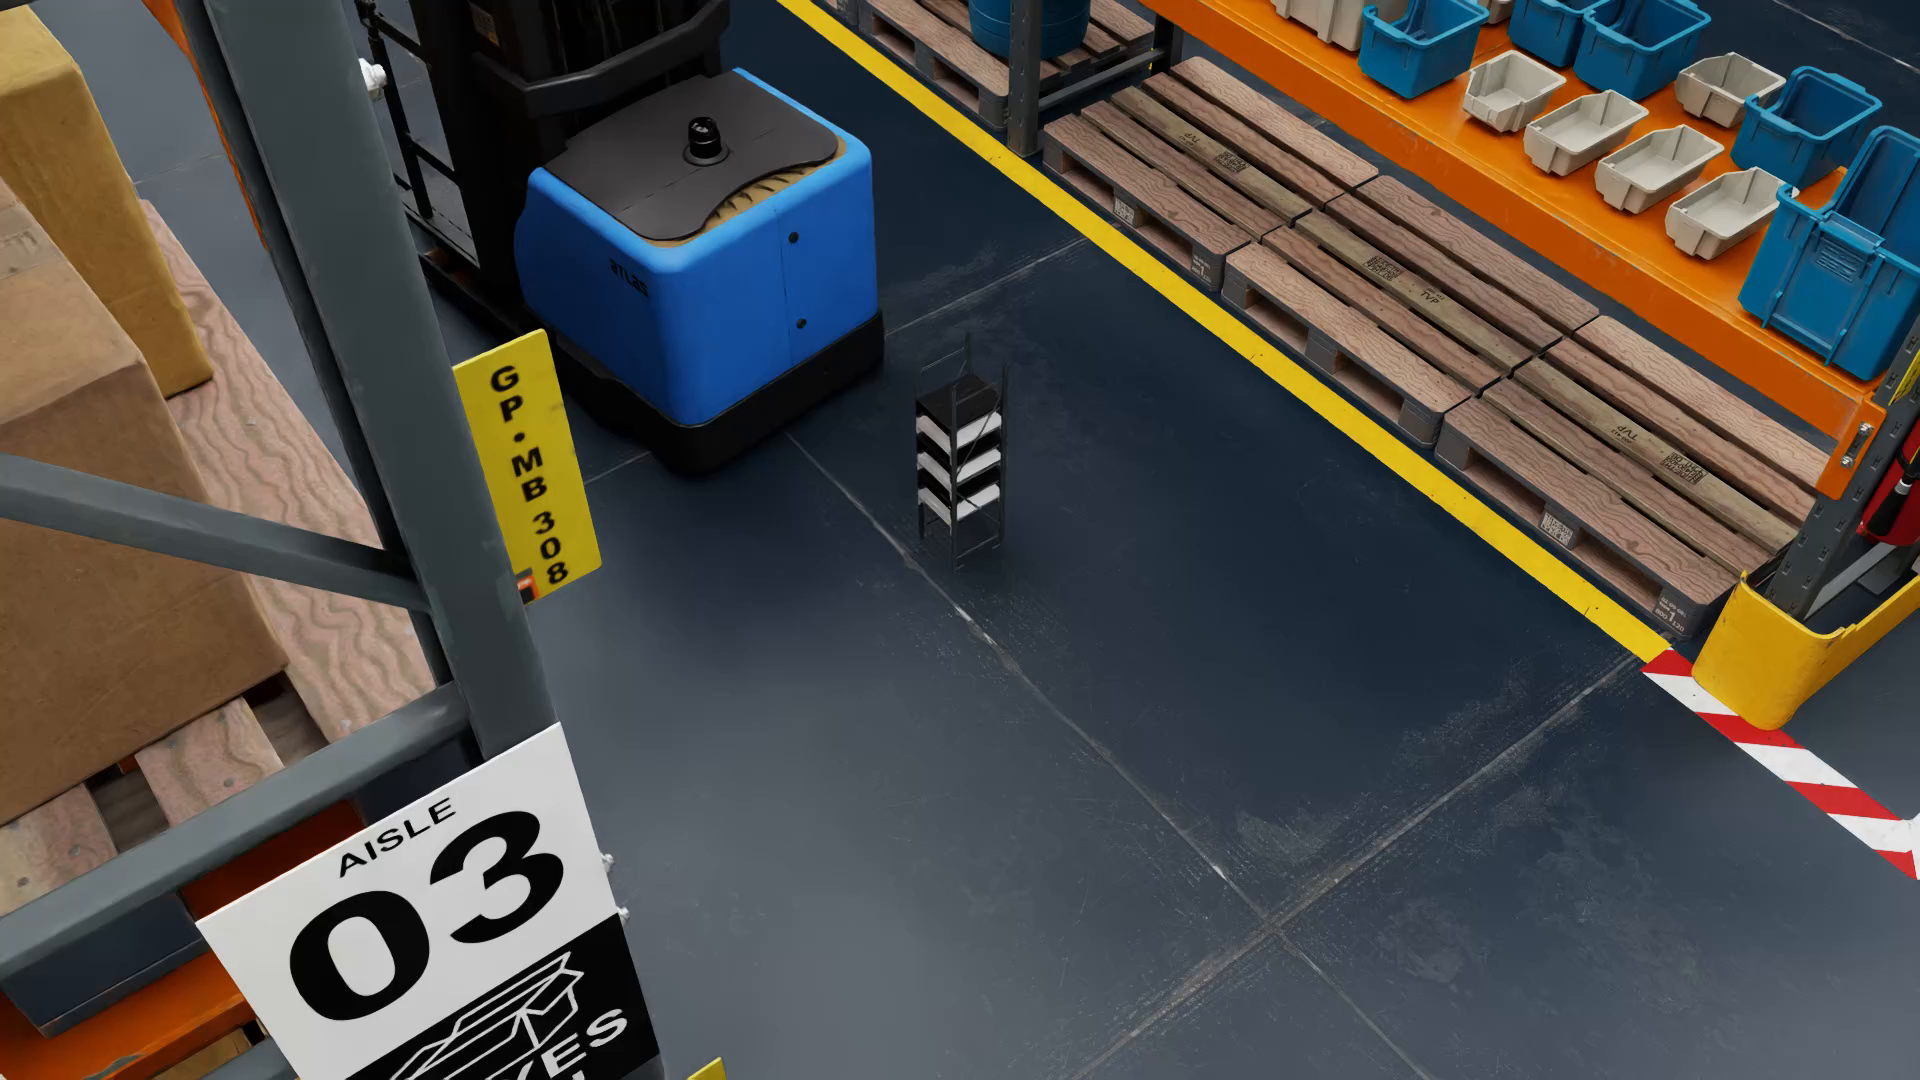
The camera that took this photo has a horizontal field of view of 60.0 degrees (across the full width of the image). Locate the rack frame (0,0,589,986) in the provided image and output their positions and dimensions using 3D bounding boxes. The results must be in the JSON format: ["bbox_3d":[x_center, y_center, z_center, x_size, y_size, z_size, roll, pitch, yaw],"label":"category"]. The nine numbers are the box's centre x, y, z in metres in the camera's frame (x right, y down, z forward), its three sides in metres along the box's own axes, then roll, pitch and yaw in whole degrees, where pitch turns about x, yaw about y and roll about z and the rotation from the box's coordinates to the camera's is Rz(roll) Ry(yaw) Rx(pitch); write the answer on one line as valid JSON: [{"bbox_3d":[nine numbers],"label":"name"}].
[{"bbox_3d":[-0.863,-0.503,0.632,1.000,3.000,0.127,-29,54,-24],"label":"rack frame"}]

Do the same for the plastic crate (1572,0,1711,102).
[{"bbox_3d":[2.394,-1.743,5.878,0.416,0.233,0.300,-29,54,-24],"label":"plastic crate"}]

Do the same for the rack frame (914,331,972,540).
[{"bbox_3d":[-0.057,-0.357,5.967,0.240,0.900,0.006,-29,54,-24],"label":"rack frame"}]

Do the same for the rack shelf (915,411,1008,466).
[{"bbox_3d":[0.005,-0.396,5.804,0.258,0.077,0.200,-29,54,-24],"label":"rack shelf"}]

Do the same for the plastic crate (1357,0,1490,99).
[{"bbox_3d":[1.631,-1.770,5.902,0.416,0.233,0.300,-29,54,-24],"label":"plastic crate"}]

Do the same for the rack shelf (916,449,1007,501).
[{"bbox_3d":[0.005,-0.275,5.937,0.258,0.077,0.200,-29,54,-24],"label":"rack shelf"}]

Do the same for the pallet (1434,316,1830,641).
[{"bbox_3d":[2.611,-0.277,6.359,1.003,0.211,1.213,-29,54,-24],"label":"pallet"}]

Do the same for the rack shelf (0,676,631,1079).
[{"bbox_3d":[-2.074,-0.433,3.079,1.077,0.370,4.000,-29,54,-24],"label":"rack shelf"}]

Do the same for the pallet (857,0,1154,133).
[{"bbox_3d":[0.223,-2.605,8.470,1.003,0.211,1.213,-29,54,-24],"label":"pallet"}]

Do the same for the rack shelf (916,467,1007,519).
[{"bbox_3d":[0.005,-0.215,6.004,0.258,0.077,0.200,-29,54,-24],"label":"rack shelf"}]

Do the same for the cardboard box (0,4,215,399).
[{"bbox_3d":[-1.465,-0.372,2.120,0.700,0.500,0.500,-31,55,-25],"label":"cardboard box"}]

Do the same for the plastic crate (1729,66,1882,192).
[{"bbox_3d":[2.793,-1.355,5.526,0.416,0.233,0.300,-29,54,-24],"label":"plastic crate"}]

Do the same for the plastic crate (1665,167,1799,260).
[{"bbox_3d":[2.441,-1.041,5.307,0.396,0.136,0.243,-29,54,-24],"label":"plastic crate"}]

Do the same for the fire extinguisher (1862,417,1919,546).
[{"bbox_3d":[2.809,-0.266,4.770,0.296,0.674,0.183,-29,54,-24],"label":"fire extinguisher"}]

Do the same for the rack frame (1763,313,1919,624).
[{"bbox_3d":[3.079,-0.710,4.869,1.000,3.000,0.127,-29,54,-24],"label":"rack frame"}]

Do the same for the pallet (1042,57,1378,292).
[{"bbox_3d":[1.133,-1.716,7.663,1.003,0.211,1.213,-29,54,-24],"label":"pallet"}]

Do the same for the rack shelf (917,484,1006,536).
[{"bbox_3d":[0.005,-0.154,6.070,0.258,0.077,0.200,-29,54,-24],"label":"rack shelf"}]

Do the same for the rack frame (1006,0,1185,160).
[{"bbox_3d":[0.657,-3.068,7.007,1.000,3.000,0.127,-29,54,-24],"label":"rack frame"}]

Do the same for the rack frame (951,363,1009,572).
[{"bbox_3d":[0.066,-0.237,5.858,0.240,0.900,0.006,-29,54,-24],"label":"rack frame"}]

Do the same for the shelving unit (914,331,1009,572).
[{"bbox_3d":[0.005,-0.297,5.912,0.258,0.900,0.210,-29,54,-24],"label":"shelving unit"}]

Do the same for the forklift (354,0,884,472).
[{"bbox_3d":[-1.708,-2.231,6.294,1.130,2.935,3.031,-36,57,-28],"label":"forklift"}]

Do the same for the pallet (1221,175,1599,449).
[{"bbox_3d":[1.876,-0.996,7.010,1.003,0.211,1.213,-29,54,-24],"label":"pallet"}]

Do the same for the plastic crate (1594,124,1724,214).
[{"bbox_3d":[2.277,-1.218,5.467,0.396,0.136,0.243,-29,54,-24],"label":"plastic crate"}]

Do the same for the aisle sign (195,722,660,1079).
[{"bbox_3d":[-0.581,0.547,1.975,0.394,0.787,0.004,-29,54,-24],"label":"aisle sign"}]

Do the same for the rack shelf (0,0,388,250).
[{"bbox_3d":[-2.074,-1.306,2.116,1.077,0.370,4.000,-29,54,-24],"label":"rack shelf"}]

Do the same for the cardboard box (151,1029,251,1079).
[{"bbox_3d":[-1.367,1.041,2.676,0.500,0.500,0.500,-29,54,-24],"label":"cardboard box"}]

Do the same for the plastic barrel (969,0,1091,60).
[{"bbox_3d":[0.341,-2.833,7.927,0.600,0.901,0.708,-29,54,-24],"label":"plastic barrel"}]

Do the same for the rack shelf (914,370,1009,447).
[{"bbox_3d":[0.005,-0.456,5.737,0.258,0.077,0.200,-29,54,-24],"label":"rack shelf"}]

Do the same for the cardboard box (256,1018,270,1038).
[{"bbox_3d":[-1.259,0.755,3.442,0.500,0.250,0.500,-30,54,-24],"label":"cardboard box"}]

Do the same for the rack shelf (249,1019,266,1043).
[{"bbox_3d":[-2.074,0.574,4.190,1.077,0.370,4.000,-29,54,-24],"label":"rack shelf"}]

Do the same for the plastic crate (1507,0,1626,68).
[{"bbox_3d":[2.213,-1.920,6.039,0.416,0.233,0.300,-29,54,-24],"label":"plastic crate"}]

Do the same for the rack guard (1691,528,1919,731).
[{"bbox_3d":[3.104,0.138,5.787,1.175,0.500,0.348,-29,54,-24],"label":"rack guard"}]

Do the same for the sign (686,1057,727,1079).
[{"bbox_3d":[-0.418,0.949,2.727,0.100,0.325,0.005,-29,54,-24],"label":"sign"}]

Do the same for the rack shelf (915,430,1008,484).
[{"bbox_3d":[0.005,-0.336,5.870,0.258,0.077,0.200,-29,54,-24],"label":"rack shelf"}]

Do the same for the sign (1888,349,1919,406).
[{"bbox_3d":[2.651,-0.508,4.576,0.100,0.325,0.005,-29,54,-24],"label":"sign"}]

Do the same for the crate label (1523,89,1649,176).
[{"bbox_3d":[2.089,-1.372,5.606,0.396,0.136,0.243,-29,54,-24],"label":"crate label"}]

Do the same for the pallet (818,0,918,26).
[{"bbox_3d":[-0.520,-3.325,9.122,1.003,0.211,1.213,-29,54,-24],"label":"pallet"}]

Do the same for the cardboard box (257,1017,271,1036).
[{"bbox_3d":[-1.241,0.512,3.156,0.500,0.500,0.500,-31,55,-25],"label":"cardboard box"}]

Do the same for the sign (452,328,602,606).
[{"bbox_3d":[-0.418,-0.061,1.613,0.100,0.325,0.005,-29,54,-24],"label":"sign"}]

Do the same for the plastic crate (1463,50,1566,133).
[{"bbox_3d":[1.895,-1.538,5.757,0.298,0.136,0.250,-29,54,-24],"label":"plastic crate"}]

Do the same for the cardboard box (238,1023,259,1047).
[{"bbox_3d":[-1.674,0.996,3.223,0.500,0.250,0.500,-30,55,-25],"label":"cardboard box"}]

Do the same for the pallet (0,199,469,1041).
[{"bbox_3d":[-1.320,0.101,2.169,1.003,0.211,1.213,-29,54,-24],"label":"pallet"}]

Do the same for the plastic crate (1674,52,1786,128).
[{"bbox_3d":[2.652,-1.561,5.778,0.250,0.136,0.298,-29,54,-24],"label":"plastic crate"}]

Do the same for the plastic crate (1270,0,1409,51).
[{"bbox_3d":[1.435,-2.066,6.138,0.437,0.282,0.530,-29,54,-24],"label":"plastic crate"}]

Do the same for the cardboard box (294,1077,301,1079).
[{"bbox_3d":[-0.939,1.058,3.166,0.500,0.250,0.500,-31,55,-25],"label":"cardboard box"}]

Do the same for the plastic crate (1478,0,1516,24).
[{"bbox_3d":[1.951,-2.108,6.274,0.293,0.136,0.466,-29,54,-24],"label":"plastic crate"}]

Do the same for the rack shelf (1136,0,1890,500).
[{"bbox_3d":[1.868,-1.648,6.205,1.077,0.370,4.000,-29,54,-24],"label":"rack shelf"}]

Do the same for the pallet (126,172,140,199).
[{"bbox_3d":[-2.063,-0.618,2.821,1.003,0.211,1.213,-29,54,-24],"label":"pallet"}]

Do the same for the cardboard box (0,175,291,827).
[{"bbox_3d":[-1.220,0.014,1.770,0.700,0.500,0.500,-33,56,-26],"label":"cardboard box"}]

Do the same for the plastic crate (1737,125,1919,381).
[{"bbox_3d":[2.728,-0.856,4.937,0.616,0.435,0.499,-29,54,-24],"label":"plastic crate"}]

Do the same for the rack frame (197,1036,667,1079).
[{"bbox_3d":[-0.863,1.512,2.855,1.000,3.000,0.127,-29,54,-24],"label":"rack frame"}]
